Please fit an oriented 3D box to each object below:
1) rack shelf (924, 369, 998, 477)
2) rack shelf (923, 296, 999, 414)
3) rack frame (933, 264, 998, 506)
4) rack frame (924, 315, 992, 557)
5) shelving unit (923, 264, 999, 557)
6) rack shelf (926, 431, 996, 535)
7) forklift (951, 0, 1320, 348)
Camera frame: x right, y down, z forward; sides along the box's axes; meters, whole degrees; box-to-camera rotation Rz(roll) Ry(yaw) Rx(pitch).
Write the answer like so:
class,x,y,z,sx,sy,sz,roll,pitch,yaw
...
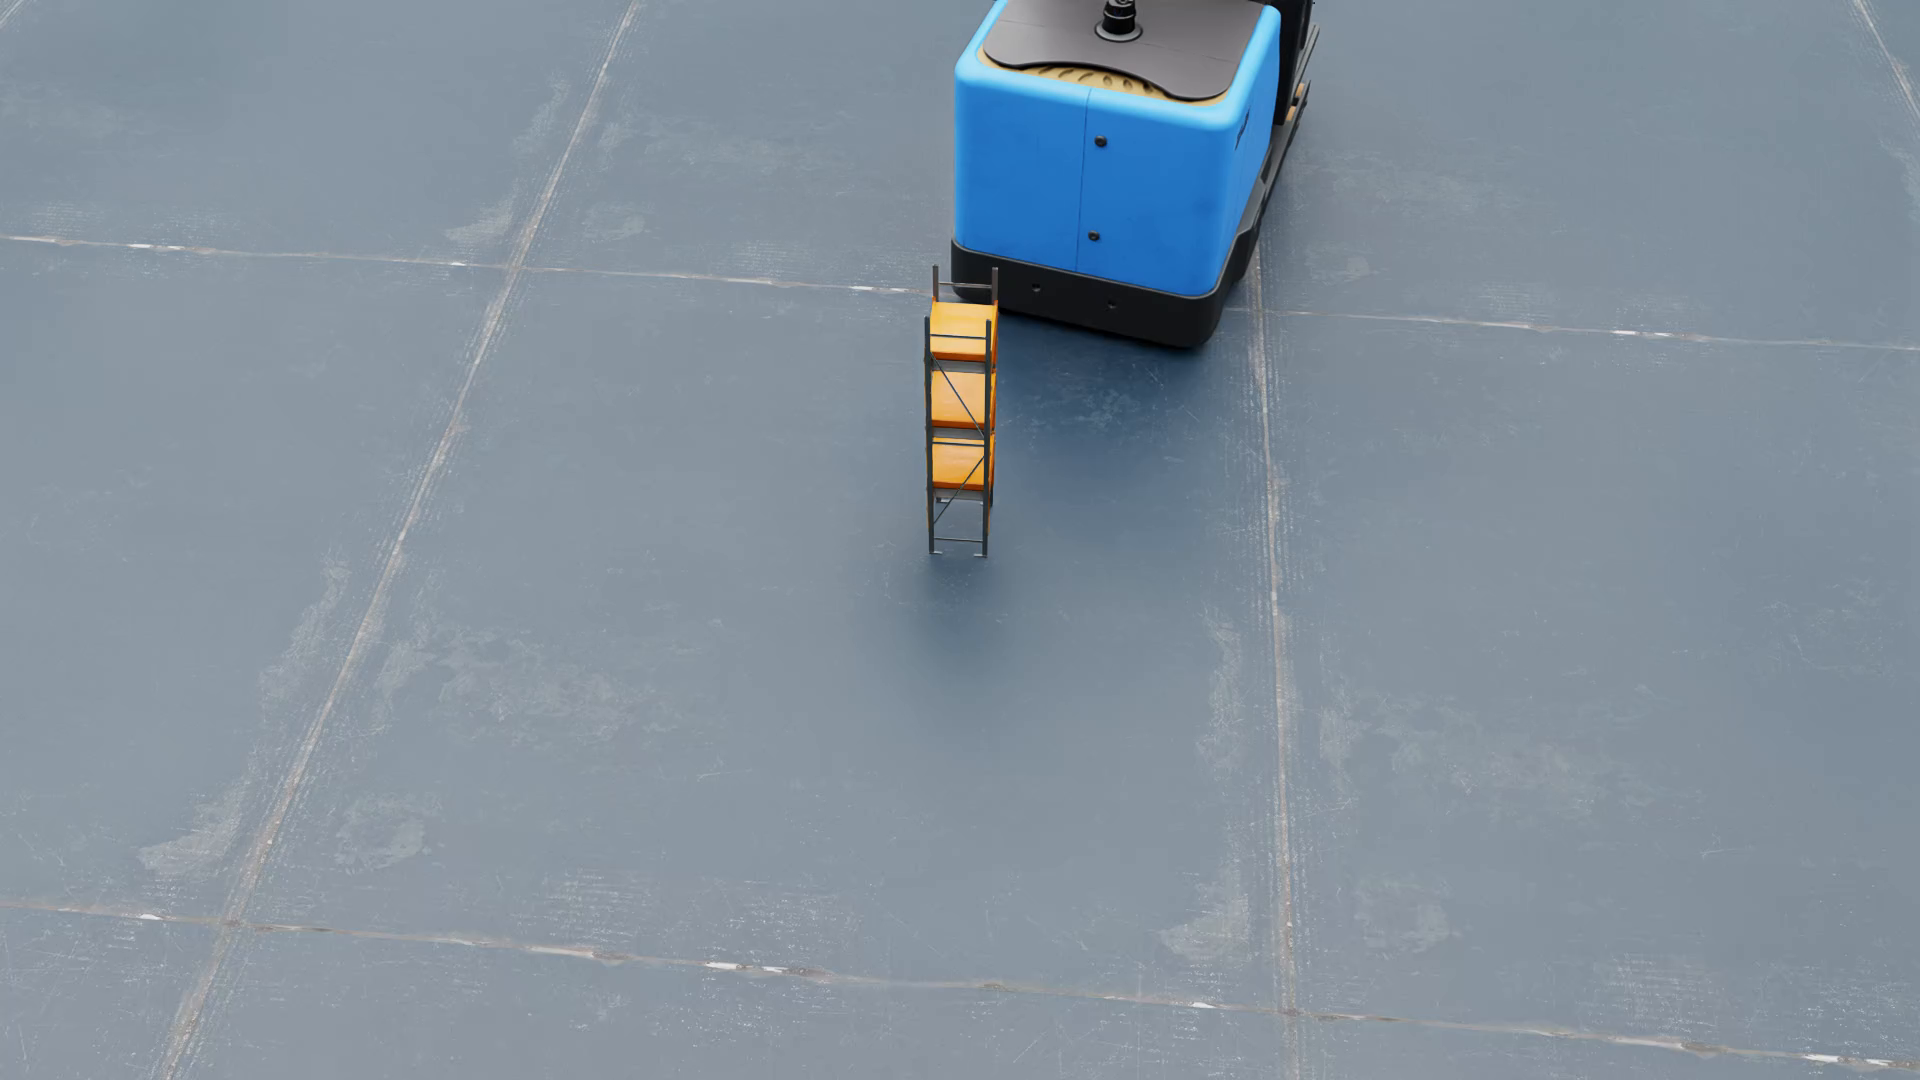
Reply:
class,x,y,z,sx,sy,sz,roll,pitch,yaw
rack shelf,0.005,-0.386,5.406,0.215,0.259,0.240,4,48,4
rack shelf,0.005,-0.578,5.197,0.215,0.259,0.240,4,48,4
rack frame,0.016,-0.483,5.481,0.200,1.050,0.008,4,48,4
rack frame,-0.006,-0.304,5.317,0.200,1.050,0.008,4,48,4
shelving unit,0.005,-0.394,5.399,0.215,1.050,0.252,4,48,4
rack shelf,0.005,-0.199,5.611,0.215,0.259,0.240,4,48,4
forklift,0.928,-2.832,6.354,1.130,2.935,3.031,14,49,13
